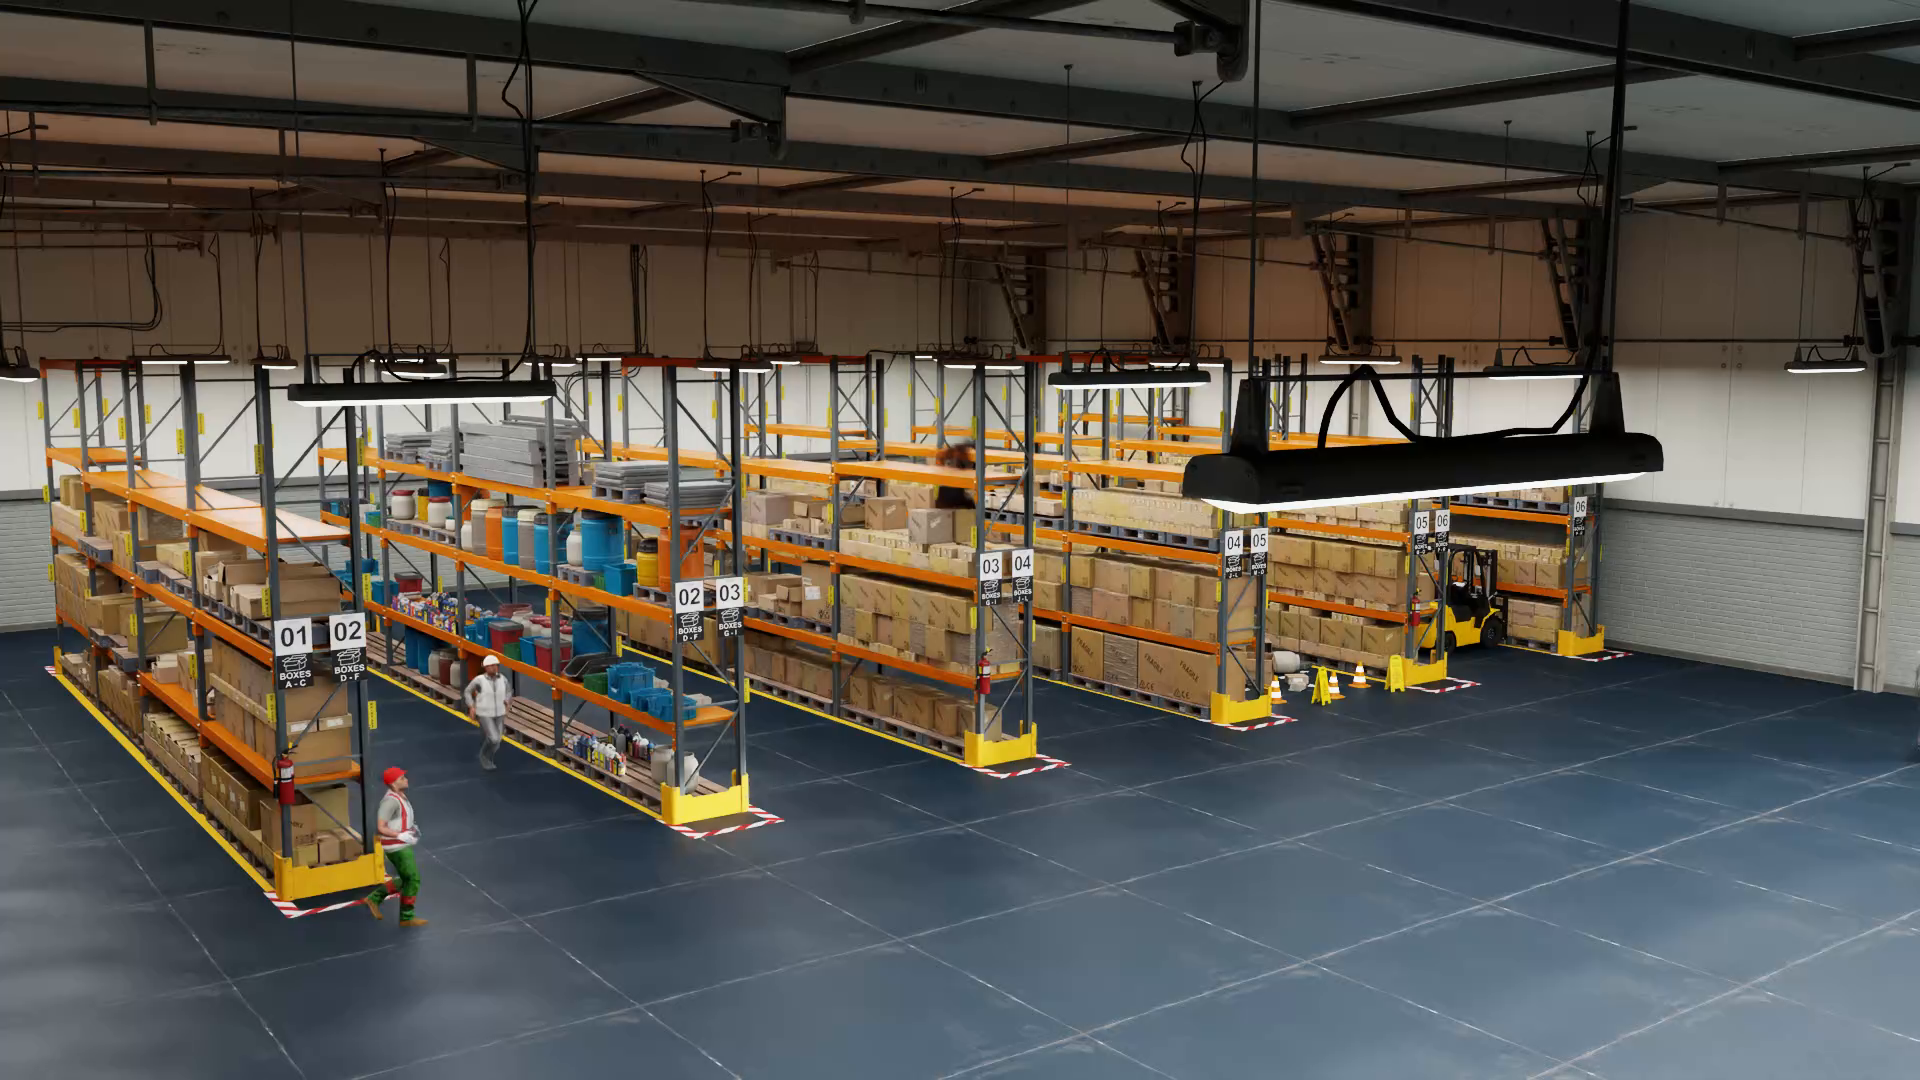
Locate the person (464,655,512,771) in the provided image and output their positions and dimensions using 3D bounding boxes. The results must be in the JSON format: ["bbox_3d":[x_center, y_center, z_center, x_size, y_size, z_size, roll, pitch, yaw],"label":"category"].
[{"bbox_3d":[-6.845,2.541,24.316,0.630,1.728,0.733,-6,9,-43],"label":"person"}]

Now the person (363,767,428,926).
[{"bbox_3d":[-6.154,3.328,18.054,0.678,1.757,0.674,-1,7,-9],"label":"person"}]
